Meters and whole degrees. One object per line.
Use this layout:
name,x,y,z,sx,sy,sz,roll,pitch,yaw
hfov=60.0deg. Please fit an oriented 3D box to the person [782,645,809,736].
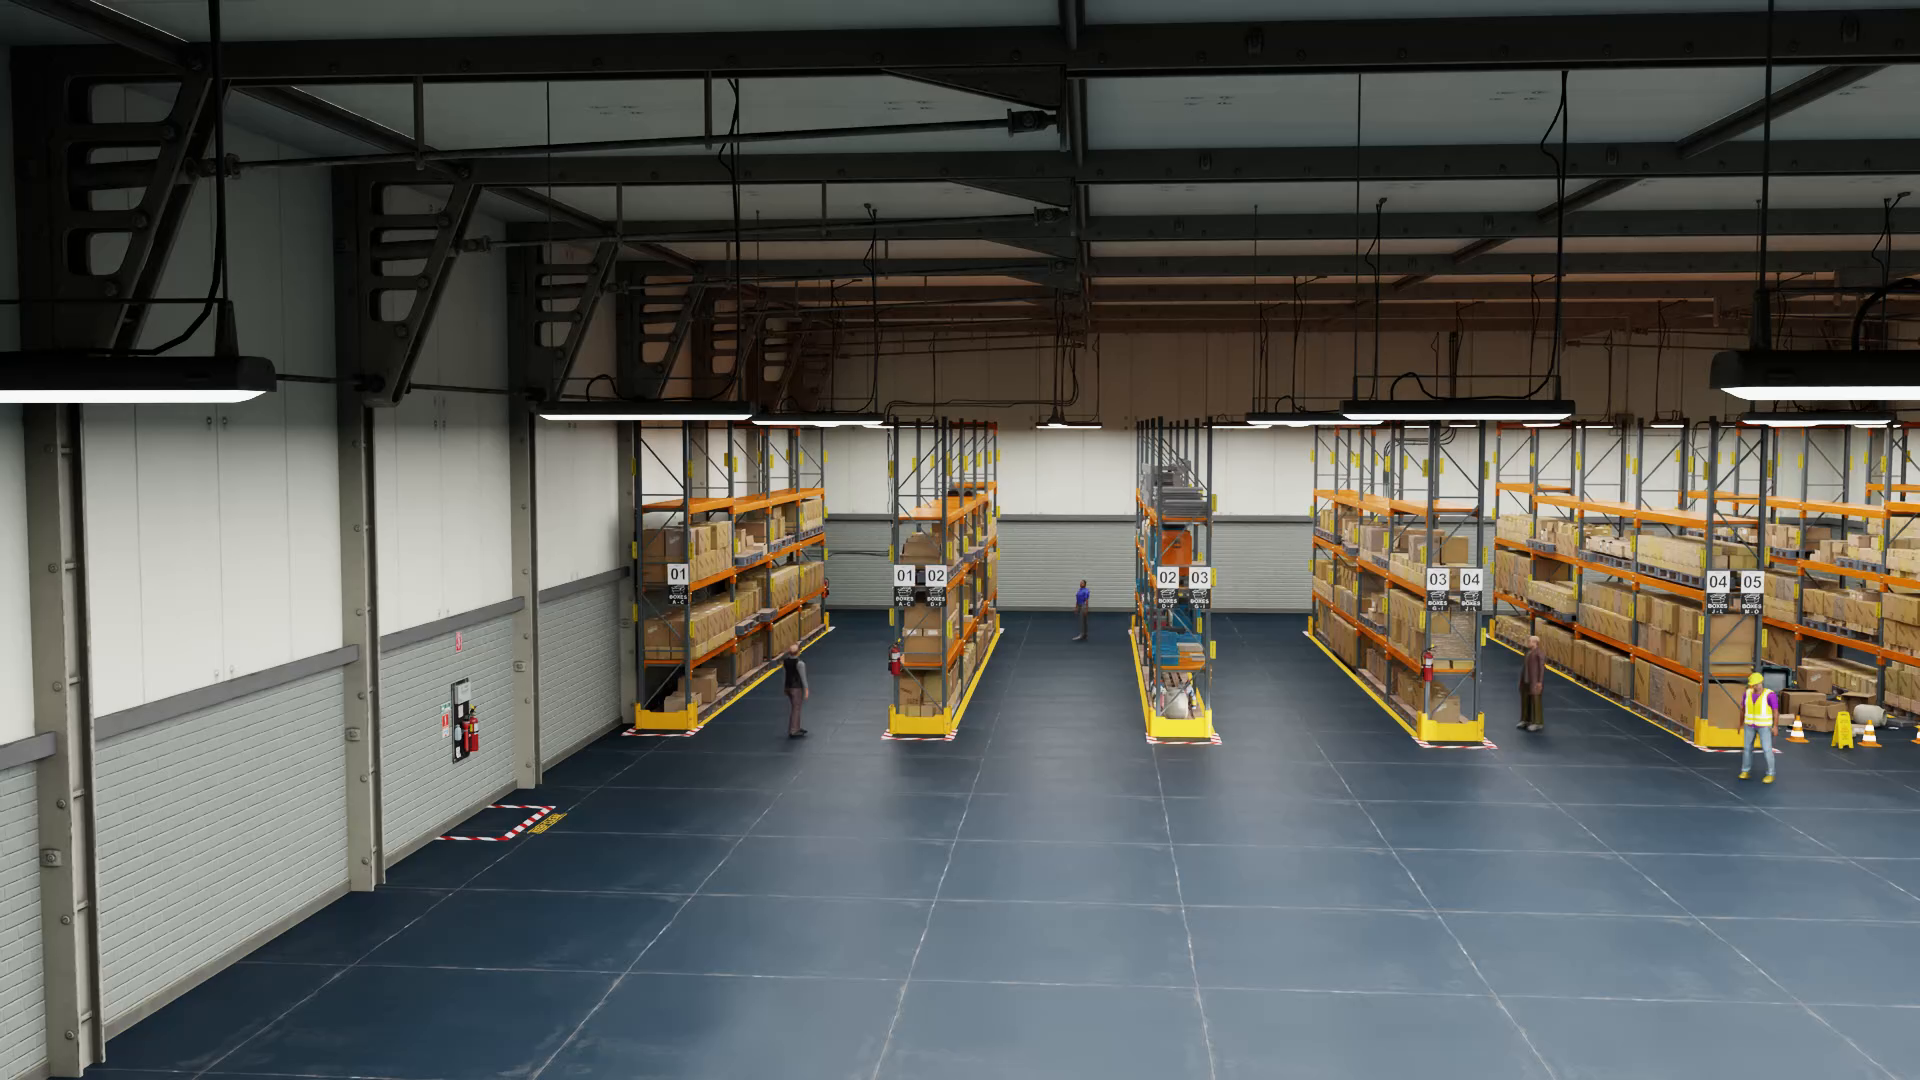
person,-3.038,2.834,31.337,0.551,1.745,0.579,-2,4,-33

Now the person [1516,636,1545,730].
person,10.979,2.736,32.013,0.432,1.787,0.623,-2,4,-29

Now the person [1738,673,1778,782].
person,13.066,3.051,27.275,0.417,1.765,0.587,-3,5,-42

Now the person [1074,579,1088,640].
person,3.300,1.921,45.767,0.458,1.639,0.476,-1,4,-14
